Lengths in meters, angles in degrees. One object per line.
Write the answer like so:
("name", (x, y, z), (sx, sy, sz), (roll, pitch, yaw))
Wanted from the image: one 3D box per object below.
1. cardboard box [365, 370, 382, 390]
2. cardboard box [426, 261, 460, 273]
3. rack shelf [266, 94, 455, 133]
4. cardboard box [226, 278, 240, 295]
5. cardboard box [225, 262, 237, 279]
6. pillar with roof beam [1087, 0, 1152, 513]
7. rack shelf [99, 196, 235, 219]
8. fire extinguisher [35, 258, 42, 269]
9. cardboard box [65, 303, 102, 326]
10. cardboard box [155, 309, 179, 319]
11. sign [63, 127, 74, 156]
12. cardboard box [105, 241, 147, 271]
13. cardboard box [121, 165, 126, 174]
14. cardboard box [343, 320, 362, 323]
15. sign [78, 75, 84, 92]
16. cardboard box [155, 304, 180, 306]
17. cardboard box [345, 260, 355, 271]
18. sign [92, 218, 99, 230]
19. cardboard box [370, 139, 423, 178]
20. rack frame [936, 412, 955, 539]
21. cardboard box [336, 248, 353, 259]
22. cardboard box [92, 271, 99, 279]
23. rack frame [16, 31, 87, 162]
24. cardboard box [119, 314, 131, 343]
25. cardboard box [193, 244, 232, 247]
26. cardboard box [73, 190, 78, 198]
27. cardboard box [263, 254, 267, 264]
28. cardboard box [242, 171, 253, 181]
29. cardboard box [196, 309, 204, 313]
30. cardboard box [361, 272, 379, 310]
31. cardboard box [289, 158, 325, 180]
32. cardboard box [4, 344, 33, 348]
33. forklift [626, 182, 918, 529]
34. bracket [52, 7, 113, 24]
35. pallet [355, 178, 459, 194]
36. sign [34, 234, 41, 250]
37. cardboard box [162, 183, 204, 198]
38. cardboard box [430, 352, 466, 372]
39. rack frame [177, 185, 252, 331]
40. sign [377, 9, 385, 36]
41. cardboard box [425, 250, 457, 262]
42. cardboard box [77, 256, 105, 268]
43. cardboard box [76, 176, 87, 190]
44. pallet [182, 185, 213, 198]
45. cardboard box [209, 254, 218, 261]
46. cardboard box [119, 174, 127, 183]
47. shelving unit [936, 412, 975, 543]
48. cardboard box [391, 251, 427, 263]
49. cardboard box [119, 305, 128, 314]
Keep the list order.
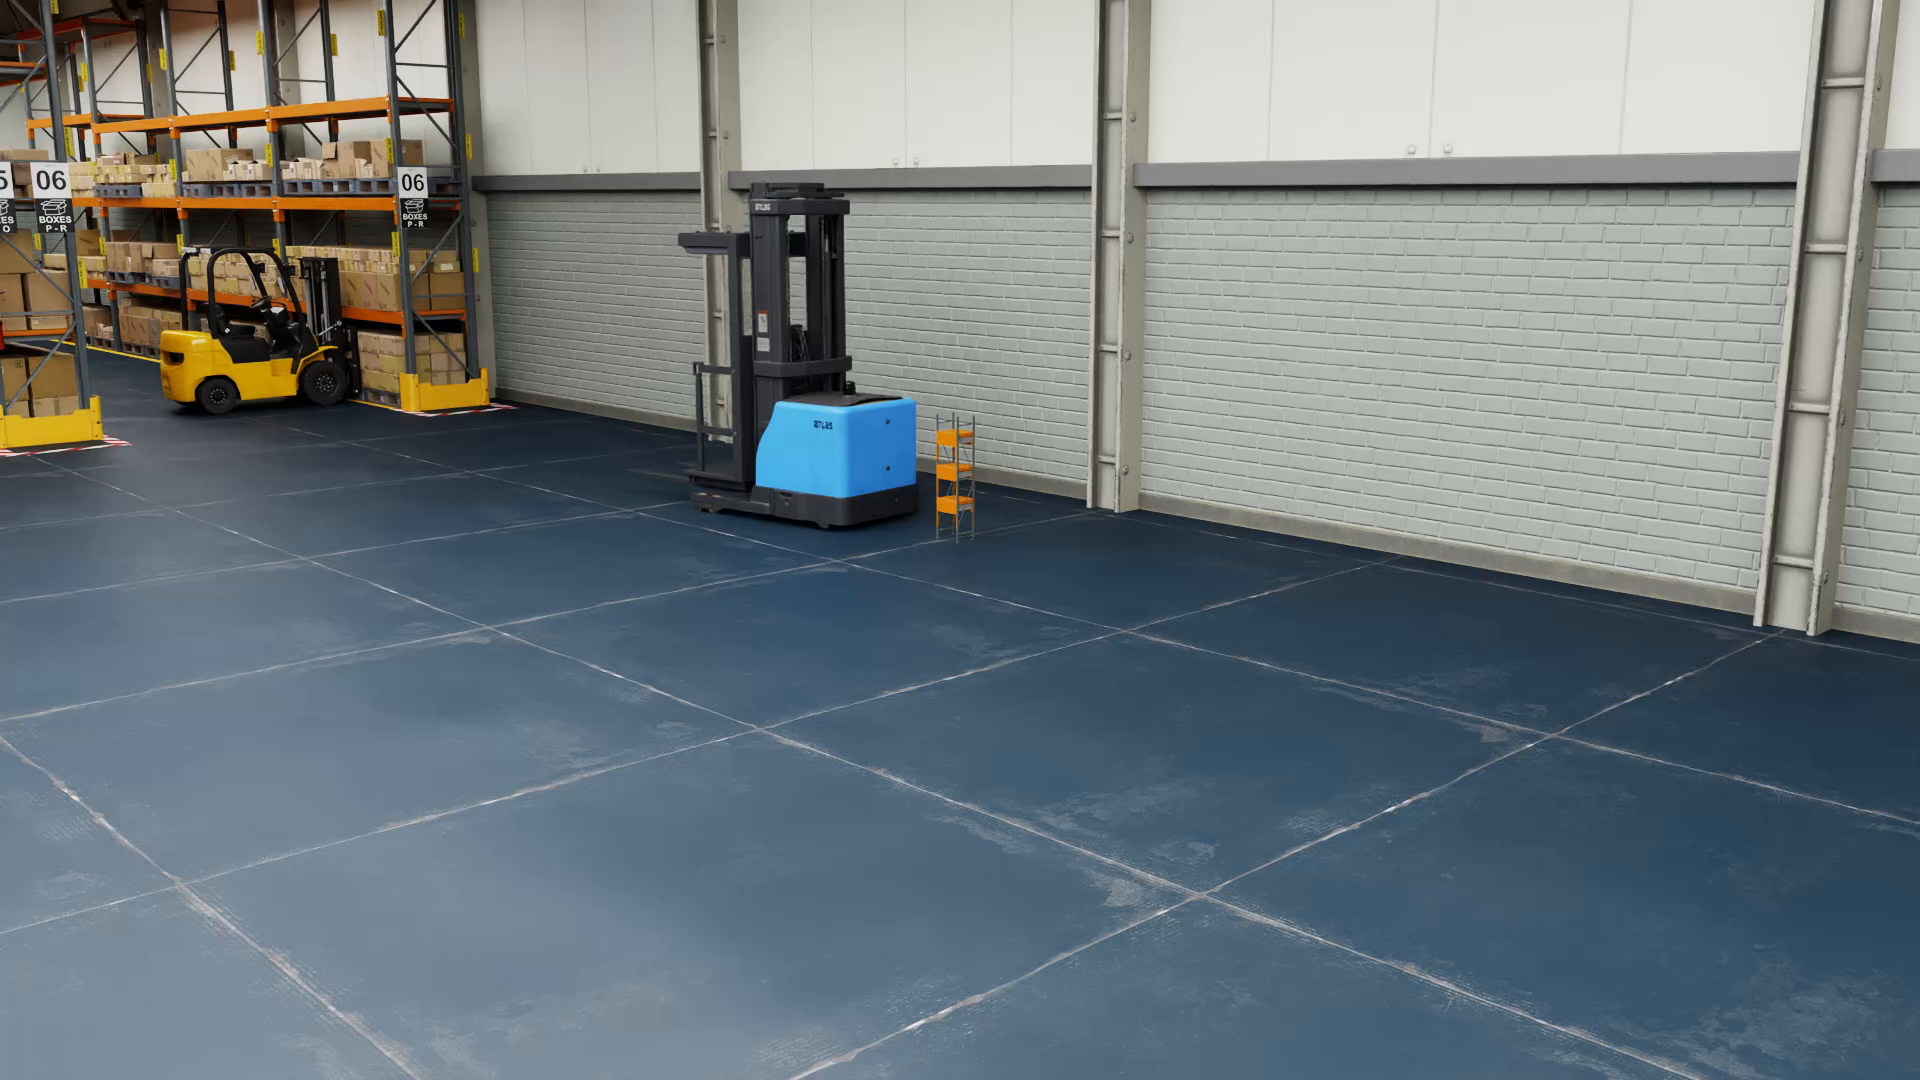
("cardboard box", (-7.931, -2.249, 23.166), (0.500, 0.250, 0.500), (-11, 16, -43))
("cardboard box", (-7.088, -3.744, 22.793), (0.250, 0.149, 0.380), (11, 16, 44))
("rack shelf", (-8.422, -5.973, 23.377), (1.077, 0.370, 4.000), (-11, 16, -43))
("cardboard box", (-11.375, -4.062, 26.567), (0.500, 0.250, 0.500), (-10, 15, -41))
("cardboard box", (-11.372, -4.308, 26.522), (0.500, 0.250, 0.500), (-11, 16, -42))
("pillar with roof beam", (-1.697, -4.106, 11.538), (9.100, 9.000, 0.400), (-11, 16, -43))
("rack shelf", (-13.947, -5.868, 29.307), (1.077, 0.370, 4.000), (-11, 16, -43))
("fire extinguisher", (-18.526, -5.363, 33.624), (0.296, 0.674, 0.183), (-11, 16, -43))
("cardboard box", (-17.737, -4.507, 33.499), (0.637, 0.503, 0.797), (11, 16, 43))
("cardboard box", (-13.986, -3.992, 29.401), (0.250, 0.149, 0.380), (11, 16, 42))
("sign", (-10.236, -4.572, 19.069), (0.100, 0.325, 0.005), (-11, 16, -43))
("cardboard box", (-15.156, -5.195, 30.407), (0.700, 0.500, 0.500), (-10, 16, -41))
("cardboard box", (-14.500, -6.506, 29.219), (0.380, 0.149, 0.250), (-11, 16, -42))
("cardboard box", (-9.324, -3.179, 25.203), (0.500, 0.250, 0.500), (-10, 16, -41))
("sign", (-17.675, -9.174, 33.432), (0.100, 0.325, 0.005), (-11, 16, -43))
("cardboard box", (-14.680, -4.290, 30.849), (0.380, 0.149, 0.250), (-11, 16, -43))
("cardboard box", (-8.387, -3.853, 23.326), (0.380, 0.149, 0.250), (-11, 16, -42))
("sign", (-17.675, -6.423, 33.999), (0.100, 0.325, 0.005), (-11, 16, -43))
("cardboard box", (-7.523, -5.095, 22.236), (0.500, 0.500, 0.500), (-10, 15, -41))
("rack frame", (-0.121, -0.540, 13.930), (0.200, 1.050, 0.008), (-11, 16, -43))
("cardboard box", (-8.666, -4.089, 23.731), (0.380, 0.149, 0.250), (-11, 16, -42))
("cardboard box", (-16.124, -5.000, 31.371), (0.380, 0.149, 0.250), (-10, 16, -41))
("rack frame", (-18.091, -8.565, 33.182), (1.000, 3.000, 0.127), (-11, 16, -43))
("cardboard box", (-15.157, -3.922, 30.668), (0.500, 0.500, 0.500), (-10, 15, -40))
("cardboard box", (-12.808, -4.810, 28.538), (0.500, 0.500, 0.500), (-10, 15, -40))
("cardboard box", (-16.644, -6.592, 31.663), (0.380, 0.149, 0.250), (-11, 16, -42))
("cardboard box", (-10.522, -4.339, 25.682), (0.380, 0.149, 0.250), (-11, 16, -43))
("cardboard box", (-10.783, -5.594, 25.530), (0.380, 0.149, 0.250), (-11, 16, -43))
("cardboard box", (-13.430, -4.029, 29.580), (0.380, 0.149, 0.250), (-11, 16, -44))
("cardboard box", (-7.923, -3.452, 22.988), (0.500, 0.500, 0.500), (-10, 15, -41))
("cardboard box", (-9.405, -5.400, 24.186), (0.500, 0.311, 0.500), (-10, 16, -41))
("cardboard box", (-12.083, -2.212, 21.129), (0.500, 0.500, 0.500), (-10, 15, -40))
("forklift", (-1.838, -1.751, 15.148), (3.031, 2.935, 1.130), (9, 15, 38))
("bracket", (-17.480, -10.358, 32.967), (0.076, 0.066, 4.783), (-11, 16, -43))
("pallet", (-7.511, -4.824, 22.678), (1.003, 0.211, 1.213), (-11, 16, -43))
("sign", (-18.483, -5.975, 33.333), (0.100, 0.325, 0.005), (-11, 16, -43))
("cardboard box", (-13.096, -5.896, 28.032), (0.500, 0.250, 0.500), (11, 16, 43))
("cardboard box", (-7.216, -2.493, 23.111), (0.500, 0.250, 0.500), (-11, 16, -42))
("rack frame", (-12.566, -4.459, 28.120), (1.000, 3.000, 0.127), (-11, 16, -43))
("sign", (-7.444, -6.652, 21.388), (0.100, 0.325, 0.005), (-11, 16, -43))
("cardboard box", (-7.119, -3.882, 22.730), (0.380, 0.149, 0.250), (-11, 16, -44))
("cardboard box", (-16.548, -5.301, 31.841), (0.500, 0.250, 0.500), (-11, 16, -43))
("cardboard box", (-16.209, -6.694, 31.169), (0.500, 0.250, 0.500), (11, 16, 43))
("pallet", (-12.033, -5.749, 27.416), (1.213, 0.211, 1.003), (-10, 15, -40))
("cardboard box", (-11.988, -4.629, 27.090), (0.380, 0.149, 0.250), (-11, 16, -42))
("cardboard box", (-14.534, -6.357, 29.235), (0.380, 0.149, 0.250), (-10, 16, -41))
("shelving unit", (-0.037, -0.522, 13.843), (0.215, 1.050, 0.252), (-11, 16, -43))
("cardboard box", (-7.441, -3.827, 22.459), (0.380, 0.149, 0.250), (-11, 16, -42))
("cardboard box", (-15.273, -4.252, 30.664), (0.380, 0.149, 0.250), (-10, 15, -40))
